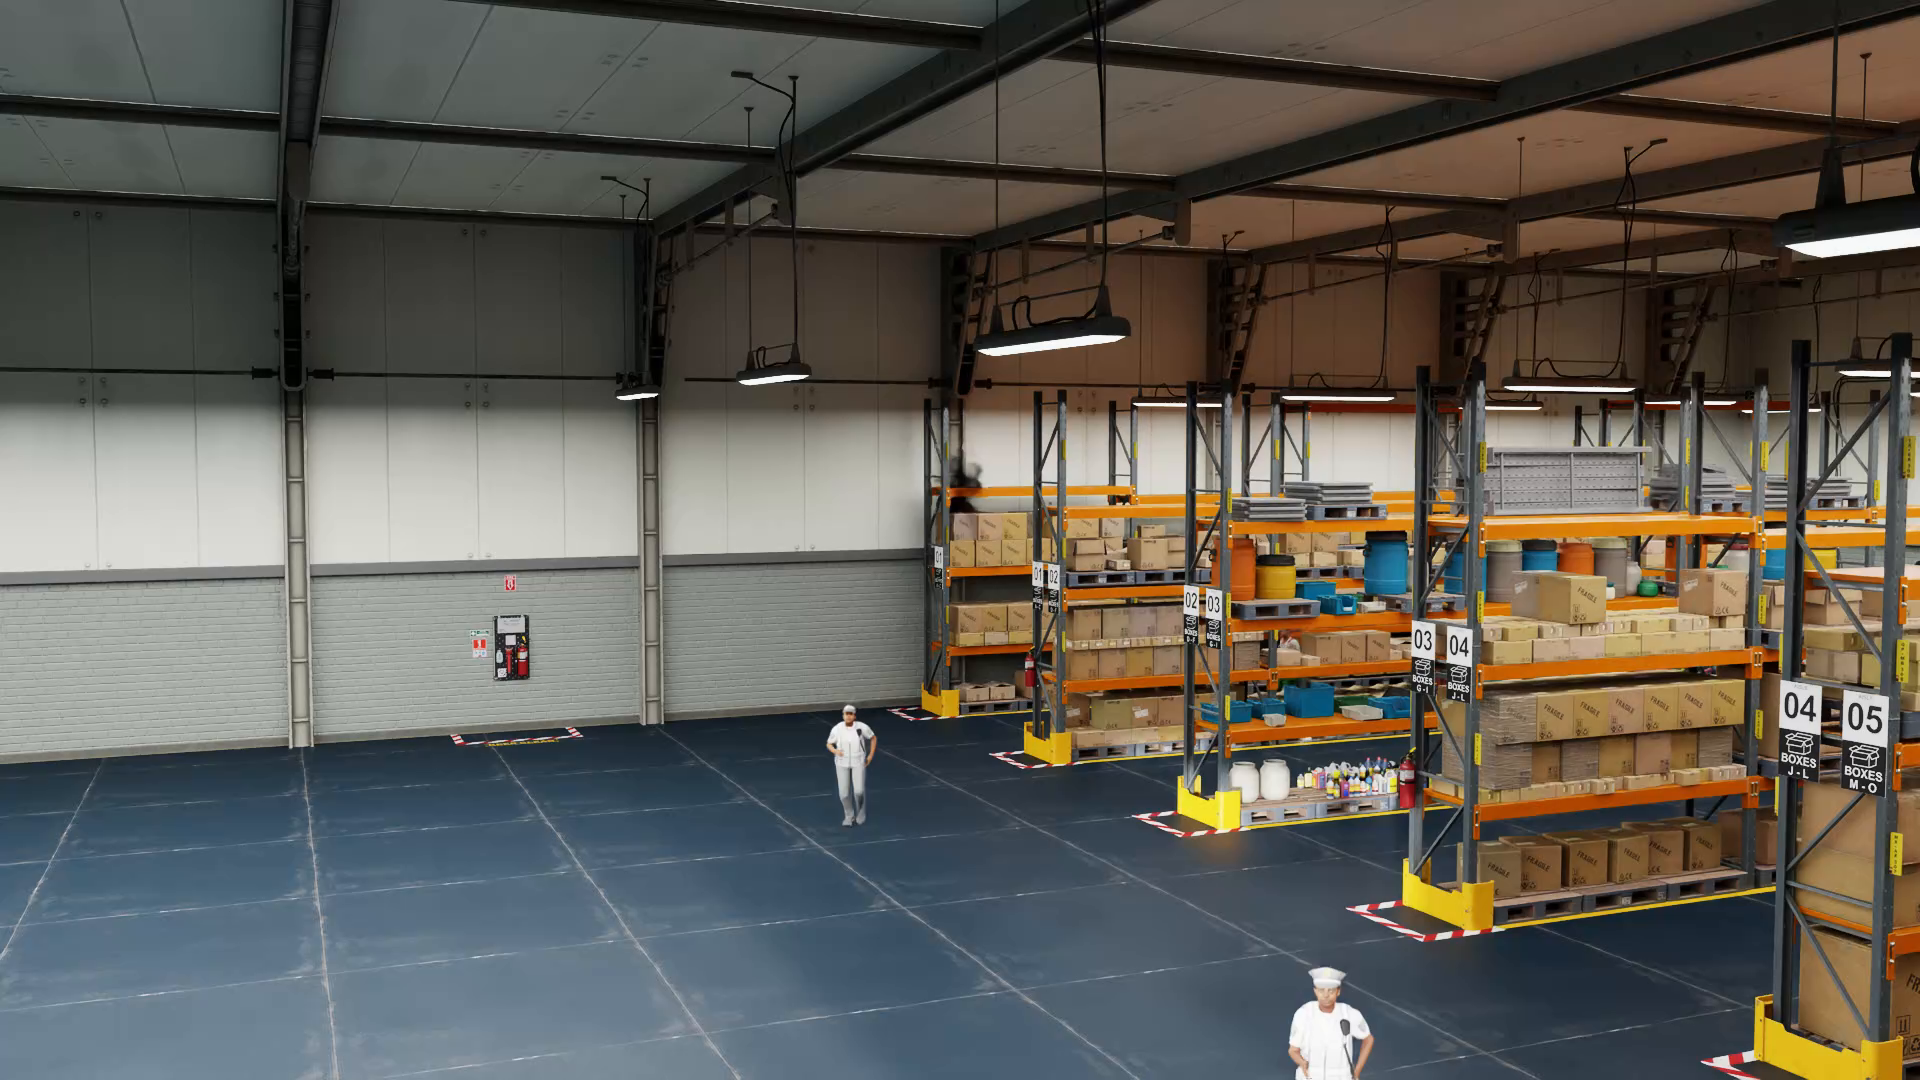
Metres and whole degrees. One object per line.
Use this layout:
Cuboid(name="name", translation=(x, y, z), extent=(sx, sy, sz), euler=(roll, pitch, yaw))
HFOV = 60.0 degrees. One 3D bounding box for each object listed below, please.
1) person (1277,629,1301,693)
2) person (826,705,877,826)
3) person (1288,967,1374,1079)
Cuboid(name="person", translation=(6.141, 2.444, 31.326), extent=(0.583, 1.749, 0.668), euler=(-2, 4, -28))
Cuboid(name="person", translation=(-1.462, 3.026, 22.252), extent=(0.661, 1.639, 0.570), euler=(0, 3, 1))
Cuboid(name="person", translation=(2.452, 3.674, 11.068), extent=(0.542, 1.691, 0.672), euler=(1, 4, 19))
